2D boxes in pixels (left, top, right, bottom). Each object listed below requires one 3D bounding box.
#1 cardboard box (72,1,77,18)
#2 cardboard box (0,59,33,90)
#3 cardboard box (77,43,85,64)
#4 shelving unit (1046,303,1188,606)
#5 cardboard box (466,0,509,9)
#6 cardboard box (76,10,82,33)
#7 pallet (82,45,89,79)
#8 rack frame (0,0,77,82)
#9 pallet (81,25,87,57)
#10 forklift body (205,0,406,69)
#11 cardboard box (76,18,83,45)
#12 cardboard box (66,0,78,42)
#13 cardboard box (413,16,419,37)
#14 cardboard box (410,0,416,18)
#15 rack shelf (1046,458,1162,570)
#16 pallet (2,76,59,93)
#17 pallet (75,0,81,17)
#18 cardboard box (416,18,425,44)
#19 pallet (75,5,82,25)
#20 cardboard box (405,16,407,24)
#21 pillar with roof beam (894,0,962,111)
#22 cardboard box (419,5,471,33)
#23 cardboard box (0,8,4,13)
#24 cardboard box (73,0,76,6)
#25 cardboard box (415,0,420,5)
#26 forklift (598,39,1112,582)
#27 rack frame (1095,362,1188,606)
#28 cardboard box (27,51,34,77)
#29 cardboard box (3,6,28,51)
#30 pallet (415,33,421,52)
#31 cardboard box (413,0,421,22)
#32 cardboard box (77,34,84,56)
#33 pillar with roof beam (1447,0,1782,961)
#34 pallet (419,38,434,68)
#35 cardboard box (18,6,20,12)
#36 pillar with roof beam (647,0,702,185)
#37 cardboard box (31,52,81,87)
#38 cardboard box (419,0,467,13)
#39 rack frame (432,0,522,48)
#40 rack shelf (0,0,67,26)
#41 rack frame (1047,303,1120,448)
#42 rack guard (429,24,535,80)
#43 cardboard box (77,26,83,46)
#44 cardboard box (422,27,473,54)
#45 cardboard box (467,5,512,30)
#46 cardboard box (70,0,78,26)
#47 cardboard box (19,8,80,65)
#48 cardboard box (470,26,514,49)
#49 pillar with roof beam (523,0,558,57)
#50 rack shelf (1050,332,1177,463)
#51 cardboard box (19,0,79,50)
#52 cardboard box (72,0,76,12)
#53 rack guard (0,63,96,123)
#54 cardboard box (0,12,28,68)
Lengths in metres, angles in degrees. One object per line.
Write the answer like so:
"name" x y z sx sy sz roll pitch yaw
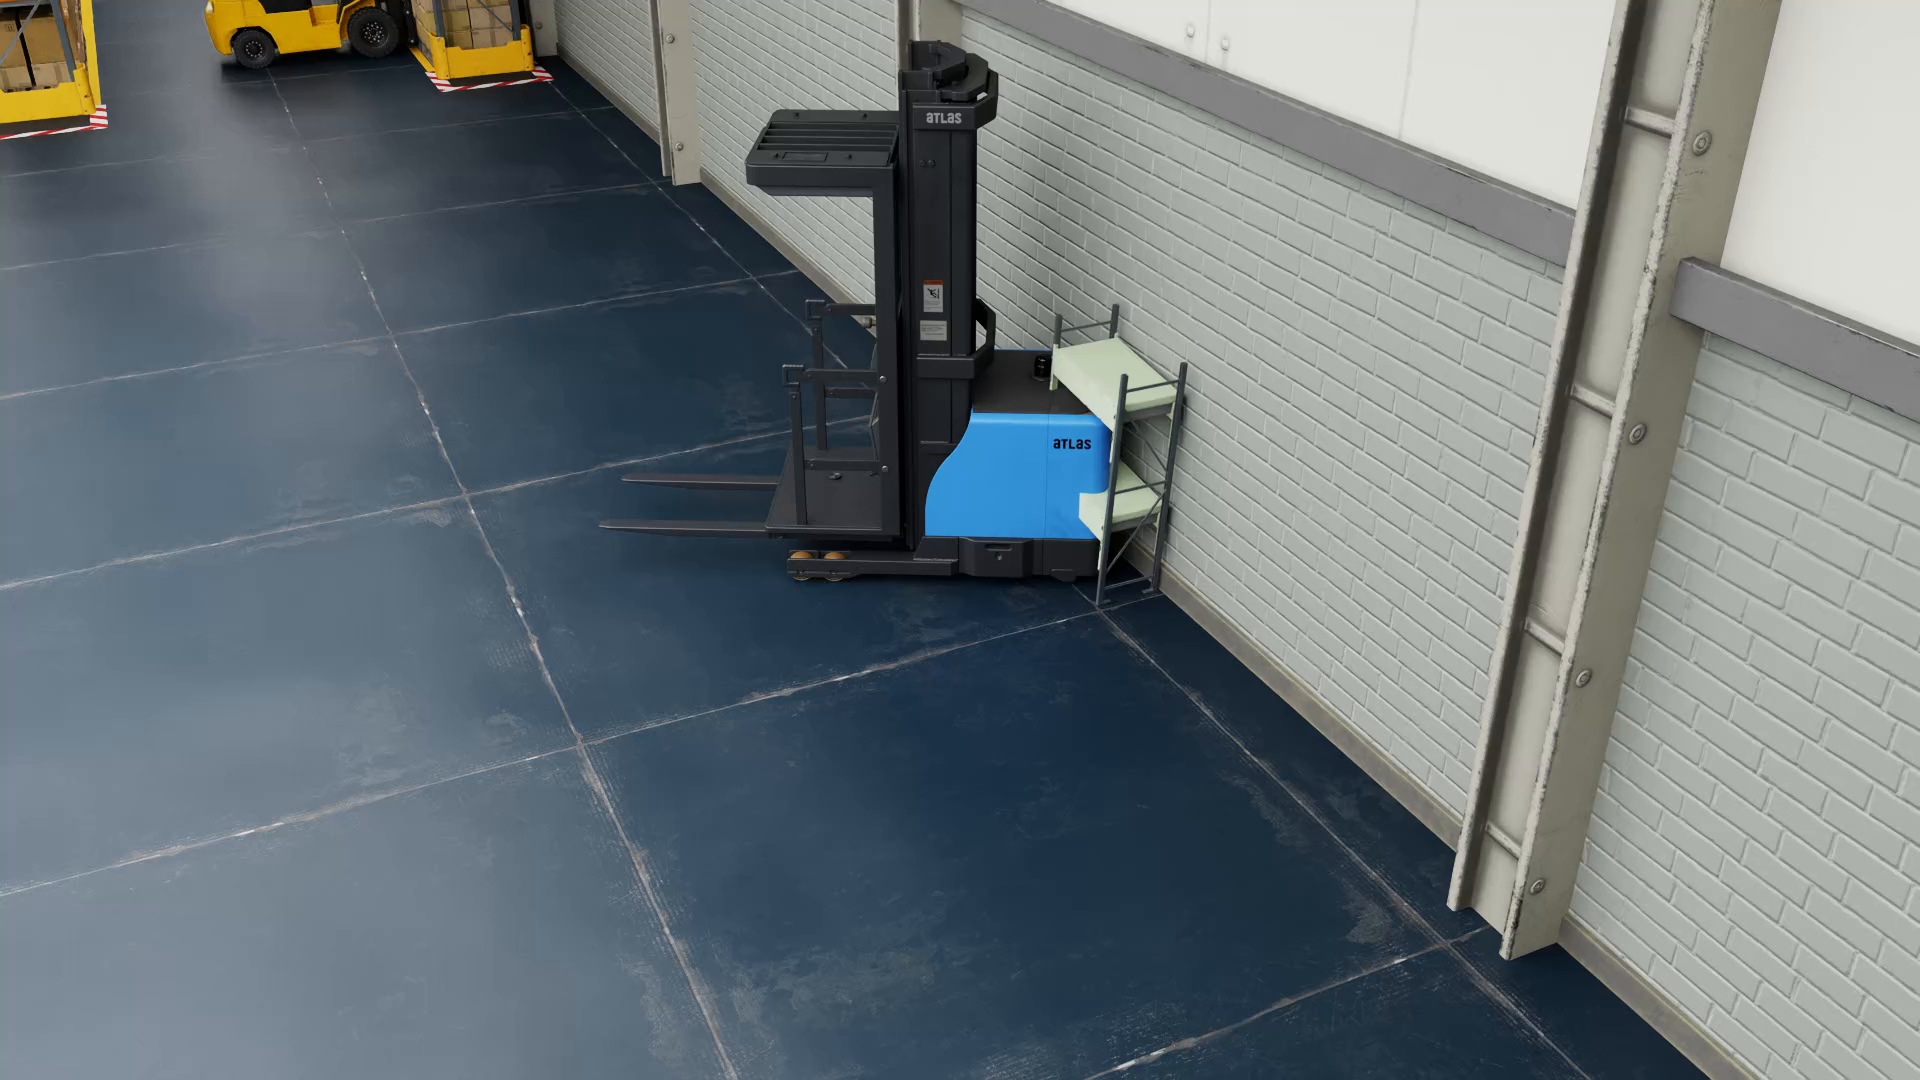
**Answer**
"cardboard box" -11.353 -6.704 20.726 0.500 0.500 0.500 -12 32 -21
"cardboard box" -10.952 -5.350 19.079 0.500 0.250 0.500 -13 32 -22
"cardboard box" -10.661 -5.680 19.668 0.500 0.250 0.500 -12 31 -20
"shelving unit" 0.841 -0.481 9.479 0.431 1.500 0.755 -13 38 -22
"cardboard box" -5.906 -6.771 20.591 0.500 0.250 0.500 -14 32 -23
"cardboard box" -11.572 -6.601 21.310 0.500 0.250 0.500 -12 31 -20
"pallet" -11.221 -5.777 20.309 1.003 0.211 1.213 -13 32 -22
"rack frame" -10.352 -6.055 17.954 1.000 3.000 0.127 -13 32 -22
"pallet" -11.749 -6.317 21.272 1.003 0.211 1.213 -13 32 -22
"forklift body" -8.332 -7.183 20.834 2.313 2.155 1.214 -13 32 -22
"cardboard box" -11.335 -6.368 20.894 0.500 0.250 0.500 -14 32 -23
"cardboard box" -10.895 -6.244 19.907 0.500 0.500 0.500 -12 32 -21
"cardboard box" -6.769 -6.669 21.430 0.500 0.250 0.500 -13 32 -21
"cardboard box" -6.808 -6.898 21.328 0.500 0.250 0.500 -14 32 -23
"rack shelf" 0.827 -0.213 9.664 0.431 0.370 0.720 -13 38 -22
"pallet" -10.701 -5.239 19.349 1.003 0.211 1.213 -13 32 -22
"pallet" -12.932 -7.489 23.363 1.003 0.211 1.213 -13 32 -22
"cardboard box" -6.562 -6.446 21.033 0.500 0.250 0.500 -13 32 -22
"pallet" -12.405 -6.949 22.400 1.003 0.211 1.213 -13 32 -22
"cardboard box" -7.012 -6.893 21.831 0.500 0.250 0.500 -12 31 -20
"pillar with roof beam" -4.092 -4.008 8.169 9.100 9.000 0.400 -13 32 -22
"cardboard box" -6.362 -6.450 20.530 0.500 0.250 0.500 -14 32 -23
"cardboard box" -11.150 -6.096 18.980 0.380 0.149 0.250 -12 31 -21
"cardboard box" -12.608 -7.407 22.623 0.950 0.372 0.625 -11 31 -19
"cardboard box" -6.574 -6.881 20.787 0.500 0.250 0.500 -12 32 -21
"forklift" -0.629 -1.293 9.532 3.031 2.935 1.130 1 29 2
"rack frame" 0.997 -0.287 9.210 0.400 1.500 0.023 -13 38 -22
"cardboard box" -11.157 -5.570 19.471 0.500 0.250 0.500 -13 32 -22
"cardboard box" -11.158 -5.895 19.284 0.500 0.500 0.500 -12 31 -20
"pallet" -6.756 -6.750 22.044 1.003 0.211 1.213 -13 32 -22
"cardboard box" -6.567 -6.674 20.929 0.500 0.250 0.500 -13 32 -22
"cardboard box" -10.906 -5.919 20.093 0.500 0.250 0.500 -11 31 -19
"pillar with roof beam" -1.516 -1.357 3.443 9.100 9.000 0.400 -13 32 -22
"pallet" -6.237 -6.212 21.085 1.003 0.211 1.213 -13 32 -22
"cardboard box" -11.369 -6.119 19.684 0.500 0.500 0.500 -14 32 -23
"pillar with roof beam" -6.668 -6.658 12.896 9.100 9.000 0.400 -13 32 -22
"cardboard box" -10.448 -5.453 19.263 0.500 0.250 0.500 -13 32 -22
"cardboard box" -6.350 -6.657 20.387 0.500 0.250 0.500 -12 31 -20
"rack frame" -5.870 -7.099 19.816 1.000 3.000 0.127 -13 32 -22
"rack shelf" -11.210 -6.625 19.706 1.077 0.370 4.000 -13 32 -22
"rack frame" 0.684 -0.674 9.747 0.400 1.500 0.023 -13 38 -22
"rack guard" -5.860 -5.998 20.408 1.175 0.500 0.348 -13 32 -22
"cardboard box" -11.121 -6.142 20.492 0.500 0.250 0.500 -13 32 -21
"cardboard box" -6.357 -6.224 20.638 0.500 0.250 0.500 -13 32 -22
"cardboard box" -5.885 -6.552 20.712 0.500 0.250 0.500 -12 32 -21
"cardboard box" -11.133 -6.479 20.325 0.500 0.500 0.500 -11 31 -19
"cardboard box" -10.459 -5.791 19.098 0.500 0.500 0.500 -14 32 -24
"cardboard box" -5.905 -6.341 20.846 0.500 0.250 0.500 -13 32 -22
"pillar with roof beam" -9.243 -9.309 17.623 9.100 9.000 0.400 -13 32 -22
"rack shelf" 0.857 -0.802 9.257 0.431 0.370 0.720 -13 38 -22
"cardboard box" -10.688 -6.021 19.508 0.500 0.500 0.500 -14 32 -24
"cardboard box" -11.573 -6.928 21.126 0.500 0.500 0.500 -14 32 -23
"rack guard" -10.384 -4.998 18.626 1.175 0.500 0.348 -13 32 -22
"cardboard box" -10.931 -5.665 18.874 0.500 0.500 0.500 -13 32 -22
